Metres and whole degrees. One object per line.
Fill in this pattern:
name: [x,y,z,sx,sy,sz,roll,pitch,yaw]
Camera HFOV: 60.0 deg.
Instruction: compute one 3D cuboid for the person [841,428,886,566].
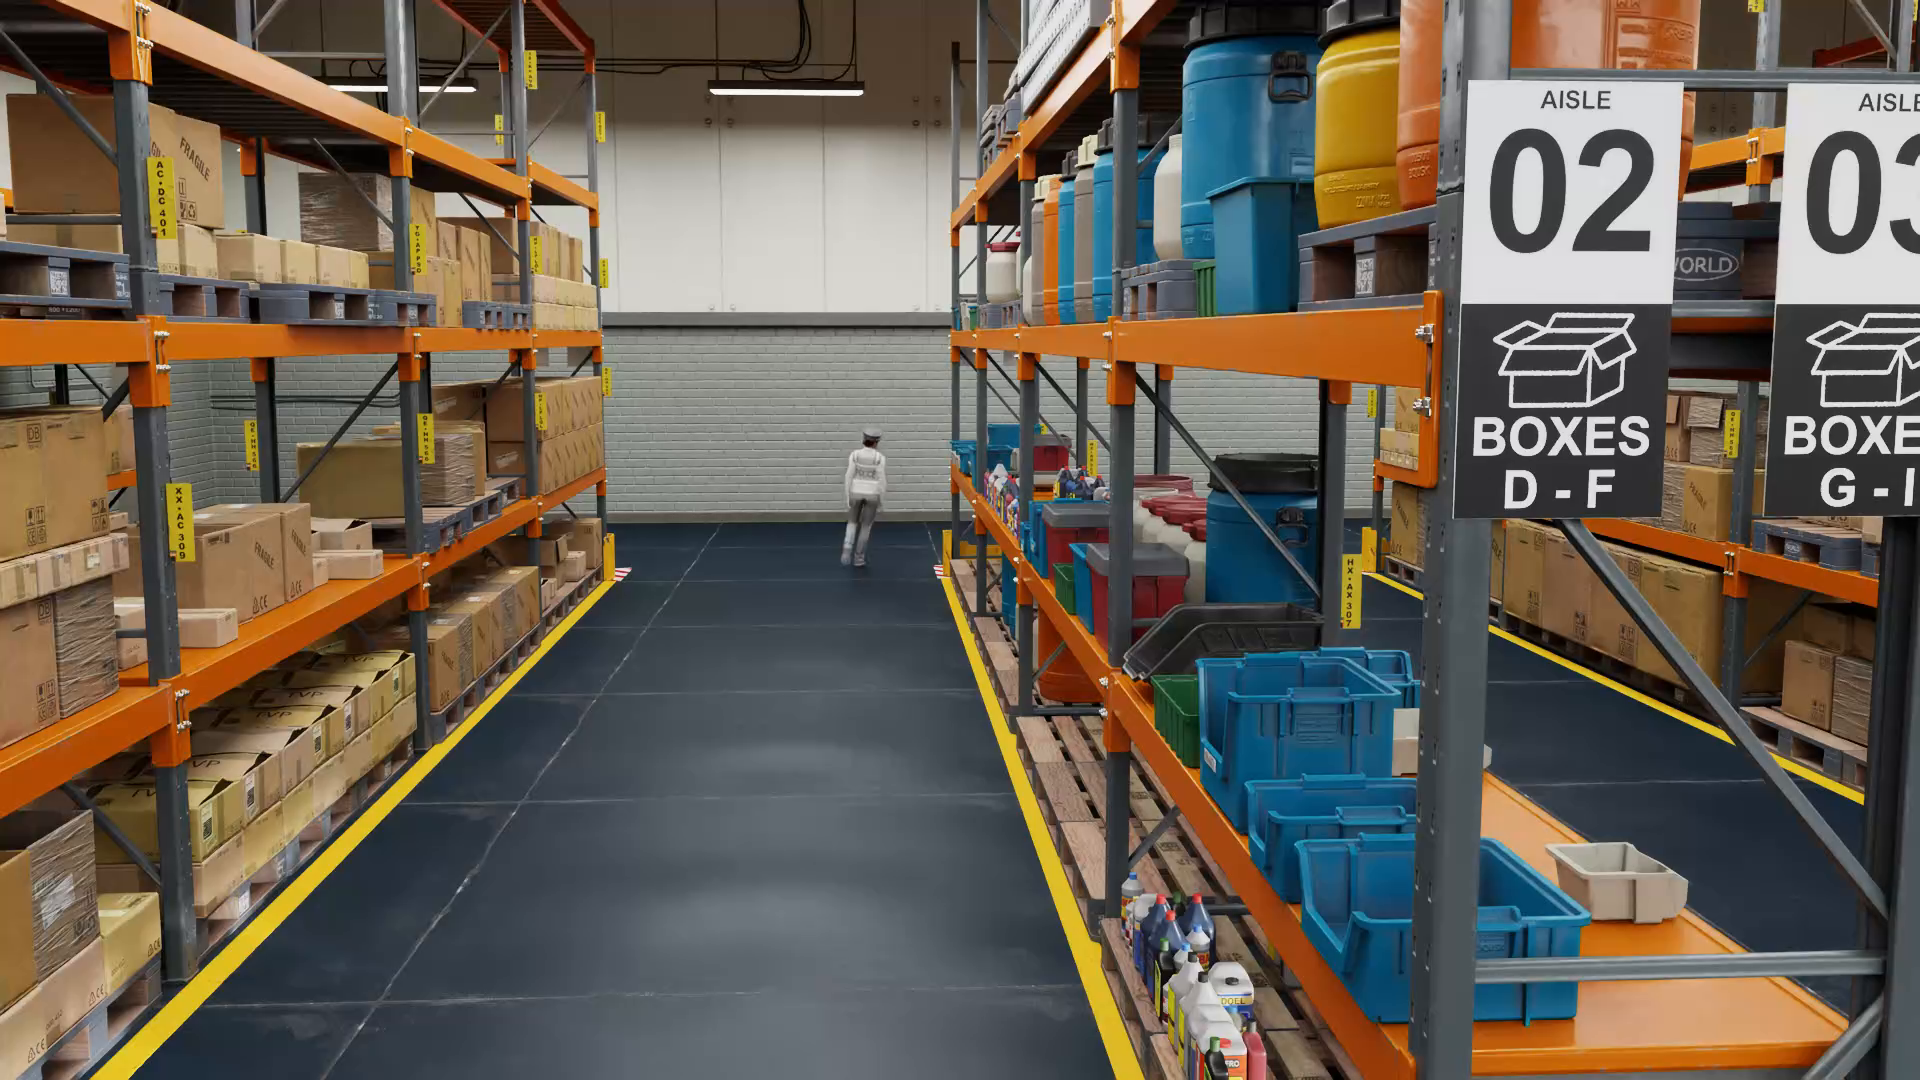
person: [-1.136,-0.508,19.776,0.531,1.647,0.453,1,7,7]
